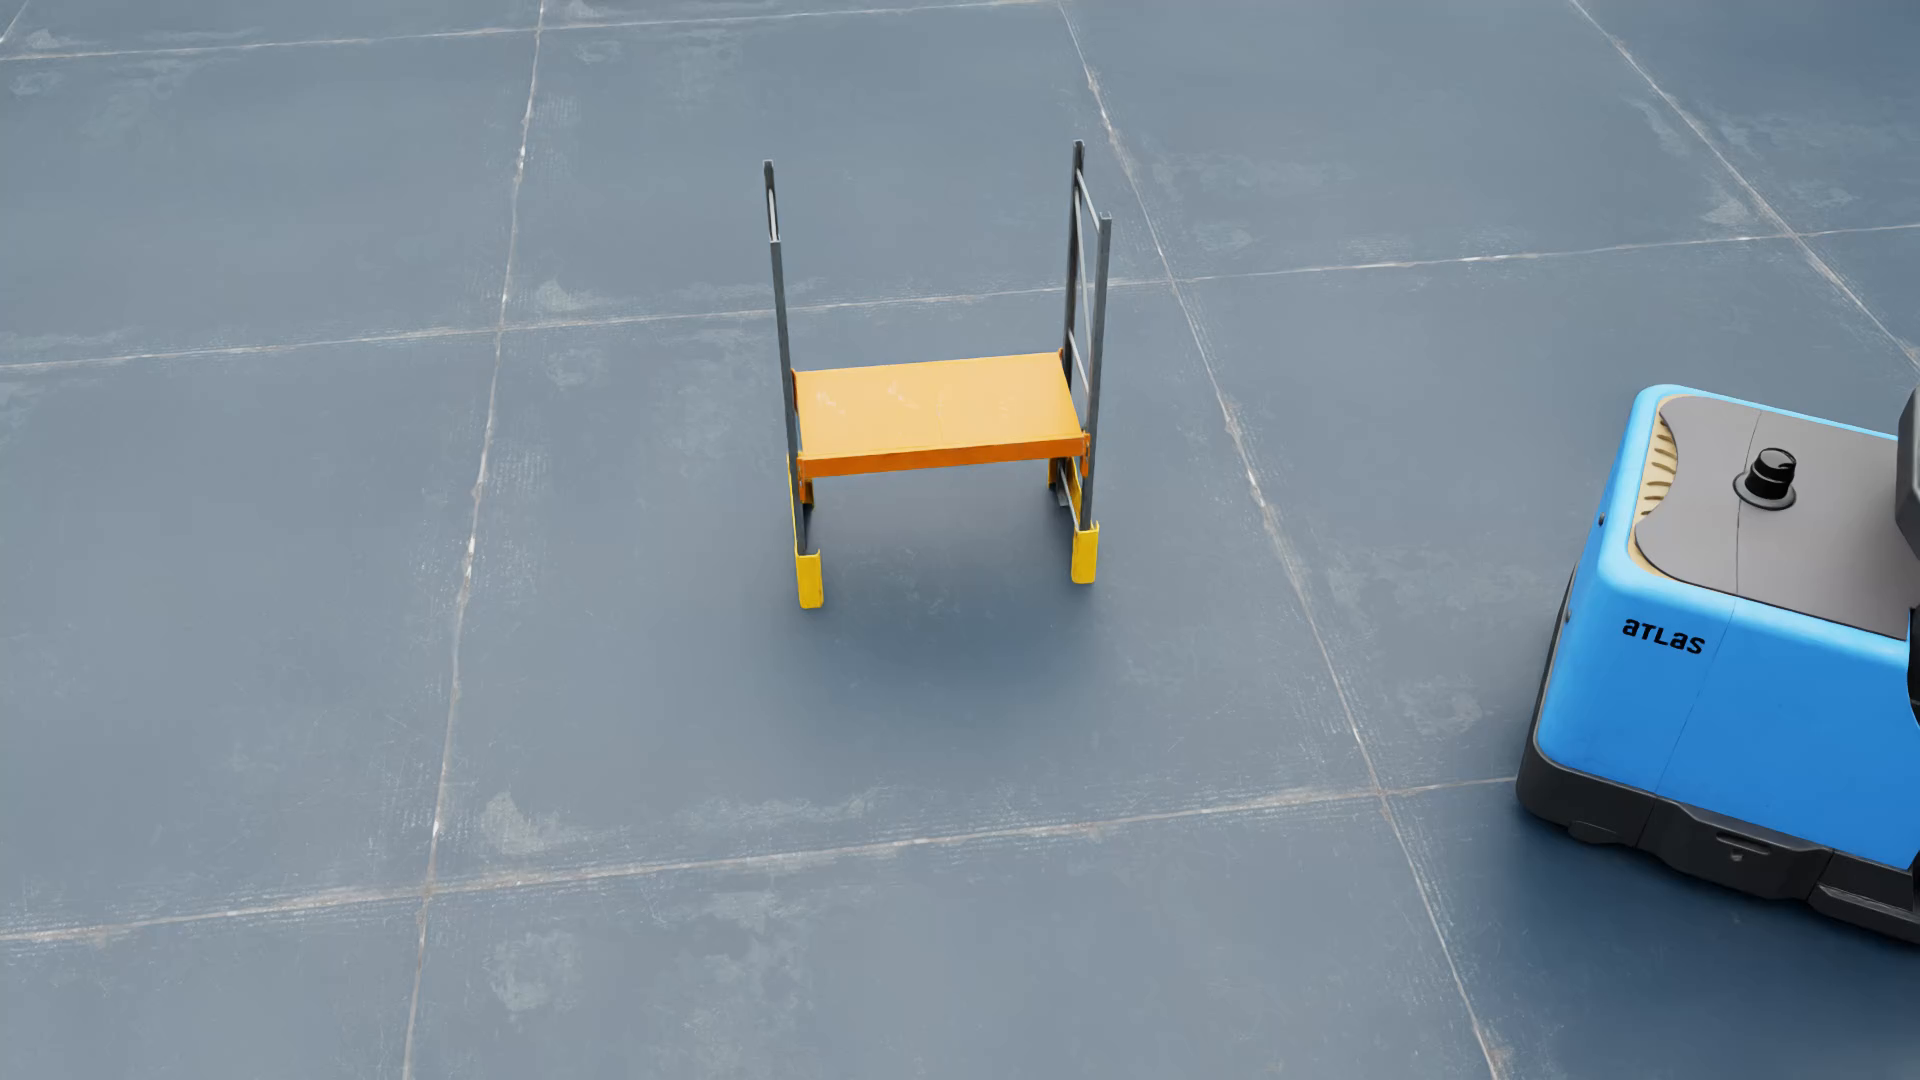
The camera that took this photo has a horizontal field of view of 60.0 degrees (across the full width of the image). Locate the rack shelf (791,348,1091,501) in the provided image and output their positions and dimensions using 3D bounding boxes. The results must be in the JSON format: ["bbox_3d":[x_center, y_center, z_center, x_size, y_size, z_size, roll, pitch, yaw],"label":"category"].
[{"bbox_3d":[-0.085,-0.416,5.860,1.000,0.185,0.538,-5,42,-6],"label":"rack shelf"}]

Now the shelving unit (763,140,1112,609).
[{"bbox_3d":[-0.076,-0.550,5.740,1.083,1.500,0.587,-5,42,-6],"label":"shelving unit"}]

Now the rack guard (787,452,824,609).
[{"bbox_3d":[-0.569,-0.043,6.111,0.087,0.250,0.587,-5,42,-6],"label":"rack guard"}]

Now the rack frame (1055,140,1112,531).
[{"bbox_3d":[0.419,-0.594,5.788,0.032,1.500,0.500,-5,42,-6],"label":"rack frame"}]

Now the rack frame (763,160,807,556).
[{"bbox_3d":[-0.589,-0.505,5.691,0.032,1.500,0.500,-5,42,-6],"label":"rack frame"}]

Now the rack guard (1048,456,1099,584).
[{"bbox_3d":[0.418,-0.129,6.207,0.087,0.250,0.587,-5,42,-6],"label":"rack guard"}]

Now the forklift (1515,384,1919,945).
[{"bbox_3d":[3.320,-0.105,4.178,3.031,2.935,1.130,16,45,17],"label":"forklift"}]
